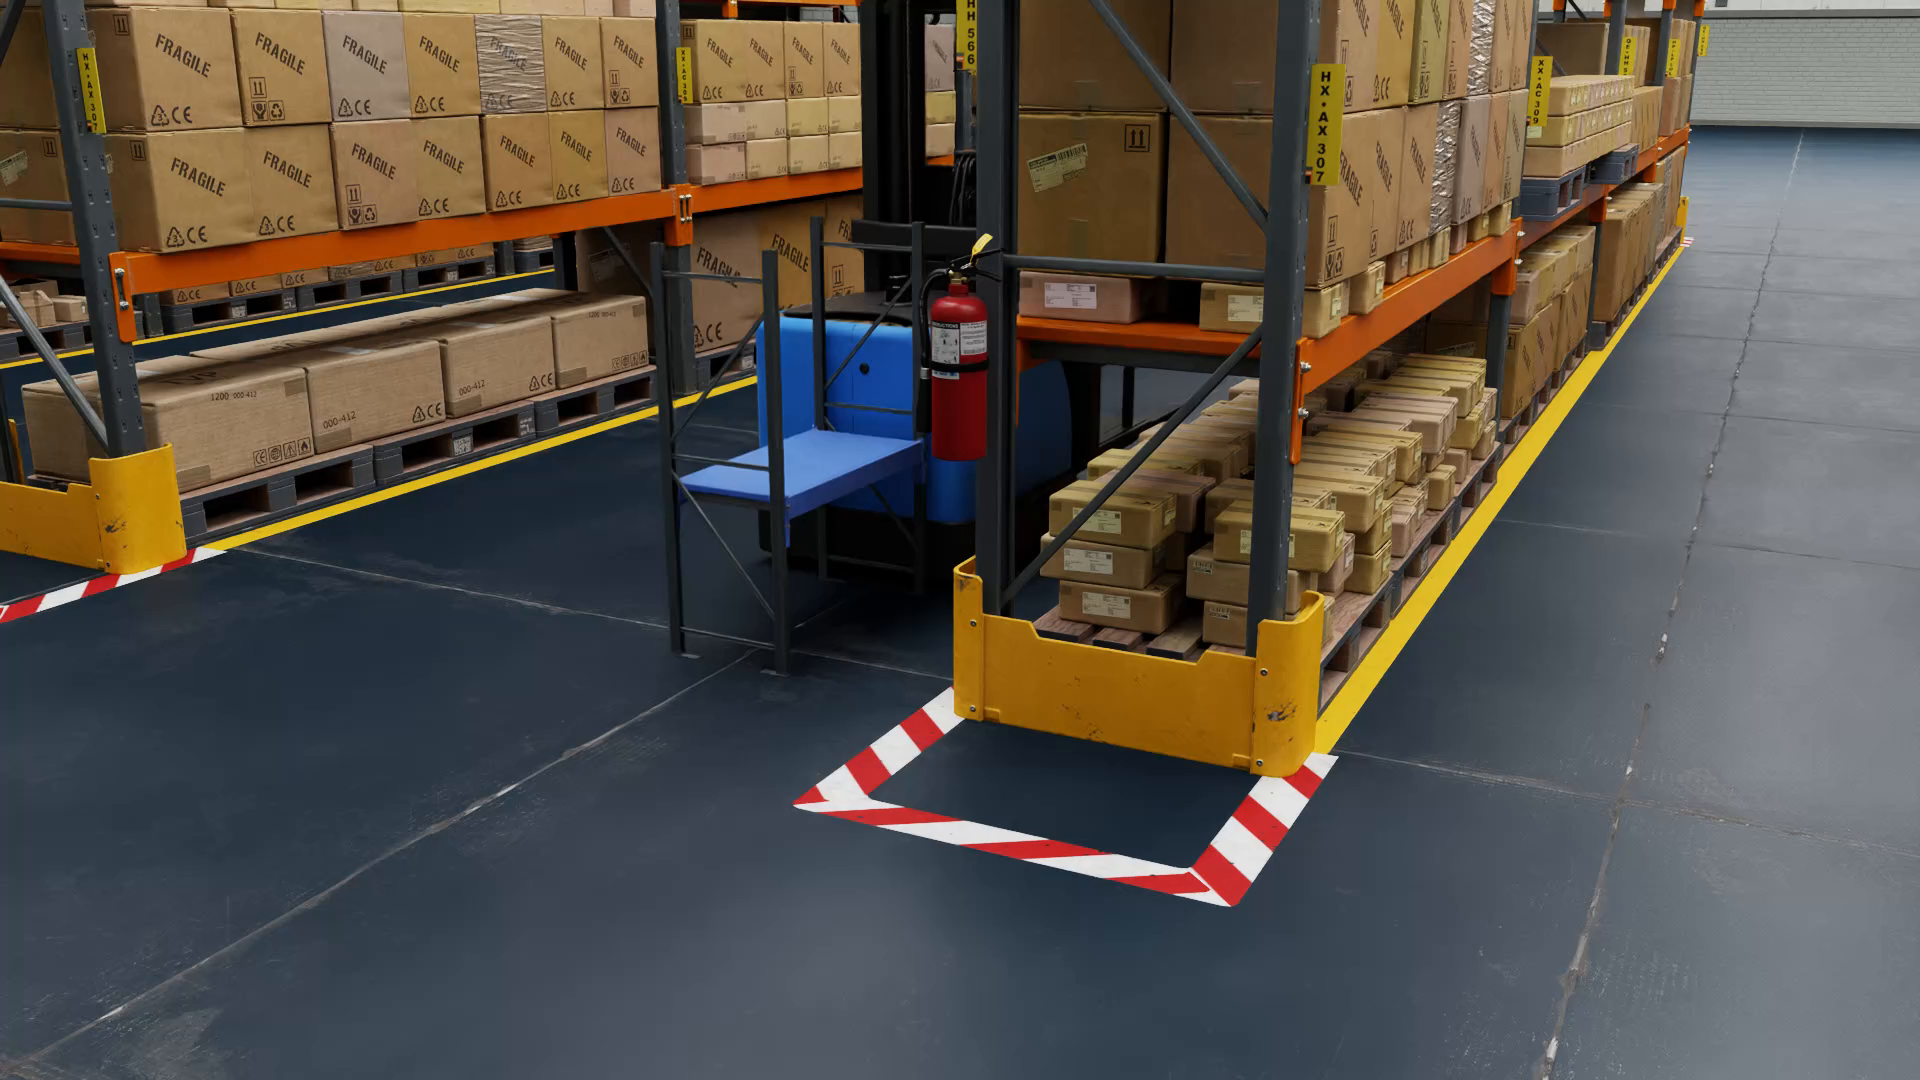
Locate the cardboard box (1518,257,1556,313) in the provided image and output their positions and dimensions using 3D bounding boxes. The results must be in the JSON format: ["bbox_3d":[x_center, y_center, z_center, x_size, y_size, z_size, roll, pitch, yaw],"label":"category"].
[{"bbox_3d":[3.112,-1.475,9.559,0.500,0.250,0.500,9,19,27],"label":"cardboard box"}]

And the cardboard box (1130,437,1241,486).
[{"bbox_3d":[0.871,-0.287,6.448,0.380,0.149,0.250,7,18,23],"label":"cardboard box"}]

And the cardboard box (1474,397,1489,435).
[{"bbox_3d":[2.344,-0.608,8.052,0.380,0.149,0.250,7,18,23],"label":"cardboard box"}]

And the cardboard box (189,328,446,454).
[{"bbox_3d":[-3.344,-0.796,8.697,0.875,0.438,0.875,9,19,27],"label":"cardboard box"}]

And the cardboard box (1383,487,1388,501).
[{"bbox_3d":[1.519,-0.223,6.755,0.380,0.149,0.250,9,19,28],"label":"cardboard box"}]

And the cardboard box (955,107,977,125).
[{"bbox_3d":[-0.065,-3.585,14.031,0.380,0.149,0.250,7,18,22],"label":"cardboard box"}]

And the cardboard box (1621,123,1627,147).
[{"bbox_3d":[4.176,-2.675,10.966,0.380,0.149,0.250,8,18,25],"label":"cardboard box"}]

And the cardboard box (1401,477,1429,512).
[{"bbox_3d":[1.800,-0.192,7.173,0.380,0.149,0.250,8,19,26],"label":"cardboard box"}]

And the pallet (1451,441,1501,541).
[{"bbox_3d":[2.041,-0.310,8.198,1.003,0.211,1.213,8,18,25],"label":"pallet"}]

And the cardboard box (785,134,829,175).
[{"bbox_3d":[-1.258,-2.693,11.588,0.500,0.250,0.500,8,18,25],"label":"cardboard box"}]

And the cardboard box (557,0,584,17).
[{"bbox_3d":[-2.352,-3.030,9.387,0.380,0.149,0.250,8,18,25],"label":"cardboard box"}]

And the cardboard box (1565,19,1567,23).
[{"bbox_3d":[6.222,-4.694,15.900,0.875,0.550,0.550,8,18,25],"label":"cardboard box"}]

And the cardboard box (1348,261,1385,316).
[{"bbox_3d":[1.205,-0.856,5.578,0.380,0.149,0.250,8,18,24],"label":"cardboard box"}]

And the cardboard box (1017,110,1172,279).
[{"bbox_3d":[0.493,-1.141,5.400,0.500,0.500,0.500,9,19,26],"label":"cardboard box"}]

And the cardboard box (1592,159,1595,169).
[{"bbox_3d":[4.539,-2.969,12.077,0.500,0.500,0.500,8,18,26],"label":"cardboard box"}]

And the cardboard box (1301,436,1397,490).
[{"bbox_3d":[1.473,-0.290,6.458,0.380,0.149,0.250,9,19,28],"label":"cardboard box"}]

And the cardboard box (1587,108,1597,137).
[{"bbox_3d":[3.361,-2.355,9.366,0.380,0.149,0.250,9,19,28],"label":"cardboard box"}]

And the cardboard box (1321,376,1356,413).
[{"bbox_3d":[1.629,-0.678,7.764,0.380,0.149,0.250,8,18,24],"label":"cardboard box"}]

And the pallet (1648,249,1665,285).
[{"bbox_3d":[6.294,-2.707,16.268,1.003,0.211,1.213,8,18,25],"label":"pallet"}]

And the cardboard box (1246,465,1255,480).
[{"bbox_3d":[1.085,-0.281,6.948,0.380,0.149,0.250,9,19,28],"label":"cardboard box"}]

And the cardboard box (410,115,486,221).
[{"bbox_3d":[-2.826,-1.931,8.580,0.500,0.500,0.500,9,19,27],"label":"cardboard box"}]

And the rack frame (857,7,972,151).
[{"bbox_3d":[-0.376,-3.445,13.856,1.000,3.000,0.127,8,18,25],"label":"rack frame"}]

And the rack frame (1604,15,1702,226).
[{"bbox_3d":[7.672,-4.879,18.683,1.000,3.000,0.127,8,18,25],"label":"rack frame"}]

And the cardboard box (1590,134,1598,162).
[{"bbox_3d":[3.476,-2.278,9.631,0.380,0.149,0.250,8,18,24],"label":"cardboard box"}]

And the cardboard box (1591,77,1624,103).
[{"bbox_3d":[3.941,-2.825,10.427,0.380,0.149,0.250,9,19,27],"label":"cardboard box"}]

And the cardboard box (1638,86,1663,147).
[{"bbox_3d":[5.891,-3.741,14.676,0.500,0.500,0.500,8,18,25],"label":"cardboard box"}]

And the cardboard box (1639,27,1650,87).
[{"bbox_3d":[5.668,-4.260,14.667,0.700,0.500,0.500,8,18,24],"label":"cardboard box"}]

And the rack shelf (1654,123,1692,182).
[{"bbox_3d":[6.778,-4.025,17.070,1.077,0.370,4.000,8,18,25],"label":"rack shelf"}]

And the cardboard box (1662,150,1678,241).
[{"bbox_3d":[7.037,-3.656,17.560,0.875,0.875,0.875,8,18,25],"label":"cardboard box"}]

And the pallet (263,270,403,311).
[{"bbox_3d":[-5.732,-2.244,14.709,1.003,0.211,1.213,8,18,25],"label":"pallet"}]

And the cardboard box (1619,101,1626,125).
[{"bbox_3d":[4.051,-2.745,10.680,0.380,0.149,0.250,9,19,27],"label":"cardboard box"}]

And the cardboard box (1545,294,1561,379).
[{"bbox_3d":[3.334,-1.250,10.117,0.500,0.500,0.500,8,19,26],"label":"cardboard box"}]

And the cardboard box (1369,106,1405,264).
[{"bbox_3d":[1.187,-1.213,5.641,0.500,0.500,0.500,8,18,25],"label":"cardboard box"}]

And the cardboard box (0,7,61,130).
[{"bbox_3d":[-3.949,-2.088,7.354,0.500,0.500,0.500,9,19,27],"label":"cardboard box"}]

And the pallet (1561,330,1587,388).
[{"bbox_3d":[3.747,-1.306,11.549,1.003,0.211,1.213,8,18,25],"label":"pallet"}]

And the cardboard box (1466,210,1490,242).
[{"bbox_3d":[2.201,-1.459,7.611,0.380,0.149,0.250,9,19,28],"label":"cardboard box"}]

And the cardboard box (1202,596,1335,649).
[{"bbox_3d":[1.043,0.269,5.620,0.380,0.149,0.250,9,19,26],"label":"cardboard box"}]

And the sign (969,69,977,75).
[{"bbox_3d":[0.122,-3.930,13.456,0.100,0.325,0.005,8,18,25],"label":"sign"}]

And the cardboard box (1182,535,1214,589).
[{"bbox_3d":[0.791,0.067,6.302,0.380,0.149,0.250,8,18,25],"label":"cardboard box"}]

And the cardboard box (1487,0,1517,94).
[{"bbox_3d":[2.116,-2.206,7.228,0.500,0.500,0.500,7,18,24],"label":"cardboard box"}]

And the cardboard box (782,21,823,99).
[{"bbox_3d":[-1.281,-3.290,11.400,0.500,0.500,0.500,8,18,24],"label":"cardboard box"}]

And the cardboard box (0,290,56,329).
[{"bbox_3d":[-6.752,-1.677,11.968,0.396,0.266,0.258,9,19,27],"label":"cardboard box"}]

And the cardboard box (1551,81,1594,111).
[{"bbox_3d":[3.247,-2.430,9.097,0.380,0.149,0.250,8,18,25],"label":"cardboard box"}]

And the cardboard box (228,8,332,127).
[{"bbox_3d":[-3.257,-2.153,7.574,0.500,0.500,0.500,8,18,24],"label":"cardboard box"}]

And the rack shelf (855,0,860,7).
[{"bbox_3d":[-1.270,-4.029,11.816,1.077,0.370,4.000,8,18,25],"label":"rack shelf"}]

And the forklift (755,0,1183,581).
[{"bbox_3d":[0.259,-1.612,7.804,1.130,2.935,3.031,8,18,26],"label":"forklift"}]

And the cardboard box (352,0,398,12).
[{"bbox_3d":[-2.952,-2.629,8.038,0.380,0.149,0.250,8,18,26],"label":"cardboard box"}]

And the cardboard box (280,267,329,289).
[{"bbox_3d":[-5.732,-2.418,14.050,0.500,0.500,0.500,8,18,24],"label":"cardboard box"}]

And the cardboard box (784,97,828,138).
[{"bbox_3d":[-1.258,-2.932,11.512,0.500,0.250,0.500,8,18,26],"label":"cardboard box"}]

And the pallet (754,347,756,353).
[{"bbox_3d":[-1.342,-1.608,12.566,1.003,0.211,1.213,8,18,25],"label":"pallet"}]

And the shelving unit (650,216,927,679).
[{"bbox_3d":[-0.596,-0.393,6.215,0.538,1.500,1.048,8,18,26],"label":"shelving unit"}]

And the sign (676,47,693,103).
[{"bbox_3d":[-1.666,-2.809,10.054,0.100,0.325,0.005,8,18,25],"label":"sign"}]

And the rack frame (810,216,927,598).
[{"bbox_3d":[-0.362,-0.522,6.647,0.500,1.500,0.032,8,18,26],"label":"rack frame"}]

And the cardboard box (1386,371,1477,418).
[{"bbox_3d":[2.200,-0.684,7.784,0.380,0.149,0.250,8,18,25],"label":"cardboard box"}]
